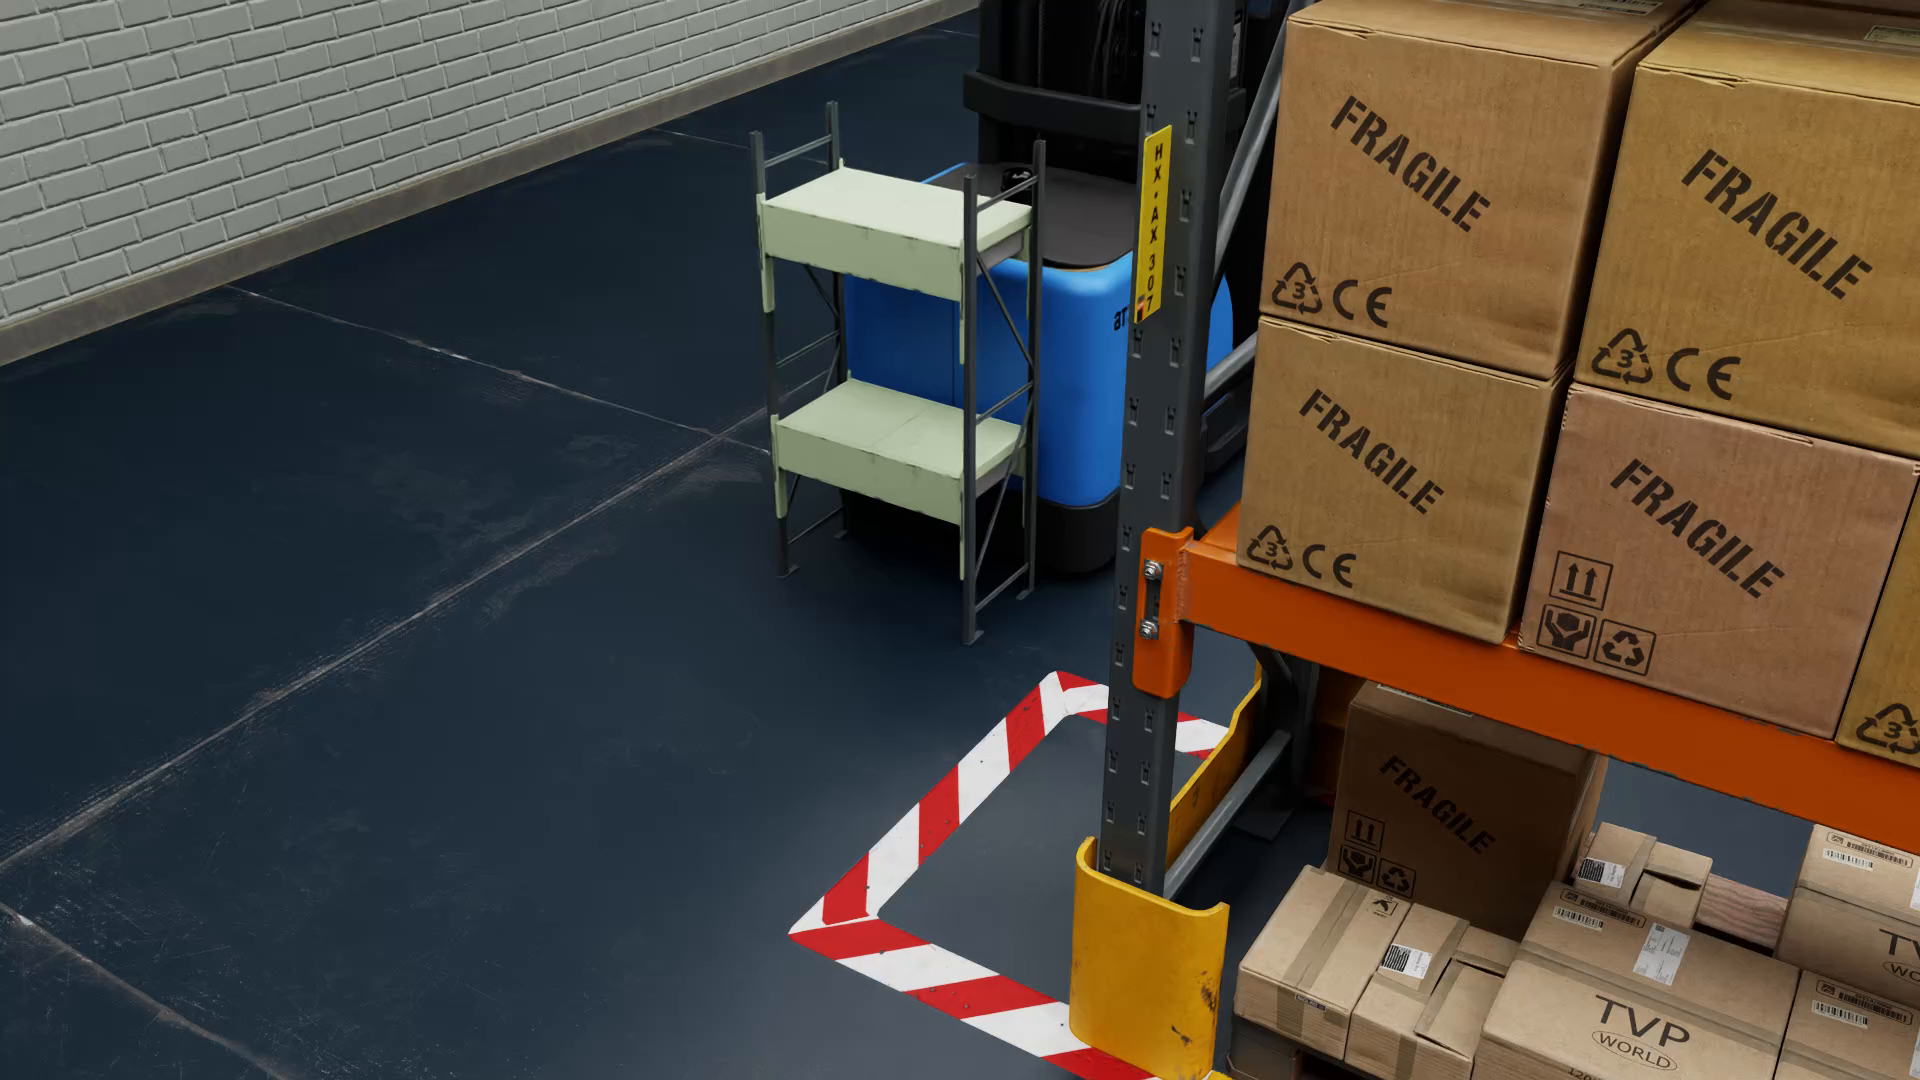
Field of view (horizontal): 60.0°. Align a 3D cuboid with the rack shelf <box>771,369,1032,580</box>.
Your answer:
[{"bbox_3d":[-0.181,-0.221,5.287,0.720,0.370,0.431,18,35,28],"label":"rack shelf"}]

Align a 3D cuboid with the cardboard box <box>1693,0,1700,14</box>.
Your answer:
[{"bbox_3d":[1.141,-0.865,3.165,0.500,0.500,0.500,17,34,27],"label":"cardboard box"}]

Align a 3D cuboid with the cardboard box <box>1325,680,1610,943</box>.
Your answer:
[{"bbox_3d":[1.209,0.538,3.895,0.500,0.500,0.500,18,35,27],"label":"cardboard box"}]

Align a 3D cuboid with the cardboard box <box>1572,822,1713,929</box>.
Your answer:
[{"bbox_3d":[1.505,0.829,3.727,0.250,0.166,0.380,18,35,27],"label":"cardboard box"}]

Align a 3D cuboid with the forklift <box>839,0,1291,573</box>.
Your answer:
[{"bbox_3d":[0.792,-1.860,6.030,1.130,2.935,3.031,18,35,28],"label":"forklift"}]

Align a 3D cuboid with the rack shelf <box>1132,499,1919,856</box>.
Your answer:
[{"bbox_3d":[2.312,0.454,2.709,4.000,0.370,1.077,18,35,27],"label":"rack shelf"}]

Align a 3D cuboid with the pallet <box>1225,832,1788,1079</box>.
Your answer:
[{"bbox_3d":[1.358,1.046,3.748,1.213,0.211,1.003,18,35,27],"label":"pallet"}]

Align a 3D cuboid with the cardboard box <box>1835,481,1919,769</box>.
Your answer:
[{"bbox_3d":[1.717,0.068,2.558,0.500,0.500,0.500,17,35,27],"label":"cardboard box"}]

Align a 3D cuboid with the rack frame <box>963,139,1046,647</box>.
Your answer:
[{"bbox_3d":[0.127,-0.402,4.951,0.023,1.500,0.400,18,35,28],"label":"rack frame"}]

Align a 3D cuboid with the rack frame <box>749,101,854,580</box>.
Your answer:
[{"bbox_3d":[-0.489,-0.602,5.293,0.023,1.500,0.400,18,35,28],"label":"rack frame"}]

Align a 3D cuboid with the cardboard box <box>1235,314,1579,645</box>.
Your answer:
[{"bbox_3d":[0.854,-0.204,3.024,0.500,0.500,0.500,18,35,28],"label":"cardboard box"}]

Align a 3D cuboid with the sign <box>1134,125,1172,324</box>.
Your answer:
[{"bbox_3d":[0.330,-0.535,2.831,0.005,0.325,0.100,18,35,27],"label":"sign"}]

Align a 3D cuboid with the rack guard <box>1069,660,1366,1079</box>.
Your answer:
[{"bbox_3d":[0.682,0.708,4.041,0.348,0.500,1.175,18,35,27],"label":"rack guard"}]

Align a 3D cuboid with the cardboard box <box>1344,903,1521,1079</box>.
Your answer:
[{"bbox_3d":[1.002,0.967,3.490,0.250,0.166,0.380,18,35,27],"label":"cardboard box"}]

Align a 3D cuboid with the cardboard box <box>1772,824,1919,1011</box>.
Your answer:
[{"bbox_3d":[1.998,0.913,3.500,0.500,0.250,0.500,18,35,27],"label":"cardboard box"}]

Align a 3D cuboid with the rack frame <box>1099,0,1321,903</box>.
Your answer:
[{"bbox_3d":[0.618,-0.392,3.446,0.127,3.000,1.000,18,35,27],"label":"rack frame"}]

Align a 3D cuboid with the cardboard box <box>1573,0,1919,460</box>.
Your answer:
[{"bbox_3d":[1.300,-0.499,2.537,0.500,0.500,0.500,18,35,28],"label":"cardboard box"}]

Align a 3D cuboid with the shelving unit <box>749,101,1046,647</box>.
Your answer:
[{"bbox_3d":[-0.181,-0.502,5.122,0.755,1.500,0.431,18,35,28],"label":"shelving unit"}]

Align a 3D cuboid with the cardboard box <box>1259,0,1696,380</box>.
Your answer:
[{"bbox_3d":[0.854,-0.636,2.772,0.500,0.500,0.500,19,35,29],"label":"cardboard box"}]

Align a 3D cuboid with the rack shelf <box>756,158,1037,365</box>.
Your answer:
[{"bbox_3d":[-0.181,-0.839,4.925,0.720,0.370,0.431,18,35,28],"label":"rack shelf"}]

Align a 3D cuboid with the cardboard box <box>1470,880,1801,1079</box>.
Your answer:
[{"bbox_3d":[1.351,1.006,3.341,0.500,0.250,0.500,18,35,27],"label":"cardboard box"}]

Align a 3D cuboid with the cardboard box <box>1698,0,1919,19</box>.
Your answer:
[{"bbox_3d":[1.569,-0.730,2.934,0.500,0.500,0.500,19,35,29],"label":"cardboard box"}]

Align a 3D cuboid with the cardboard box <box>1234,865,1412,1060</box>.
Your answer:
[{"bbox_3d":[0.790,0.908,3.610,0.250,0.149,0.380,18,35,27],"label":"cardboard box"}]

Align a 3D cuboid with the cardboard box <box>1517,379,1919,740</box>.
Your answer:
[{"bbox_3d":[1.293,-0.068,2.791,0.500,0.500,0.500,17,34,27],"label":"cardboard box"}]

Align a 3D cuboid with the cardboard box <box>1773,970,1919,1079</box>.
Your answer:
[{"bbox_3d":[1.775,1.140,3.111,0.500,0.250,0.500,18,35,27],"label":"cardboard box"}]
